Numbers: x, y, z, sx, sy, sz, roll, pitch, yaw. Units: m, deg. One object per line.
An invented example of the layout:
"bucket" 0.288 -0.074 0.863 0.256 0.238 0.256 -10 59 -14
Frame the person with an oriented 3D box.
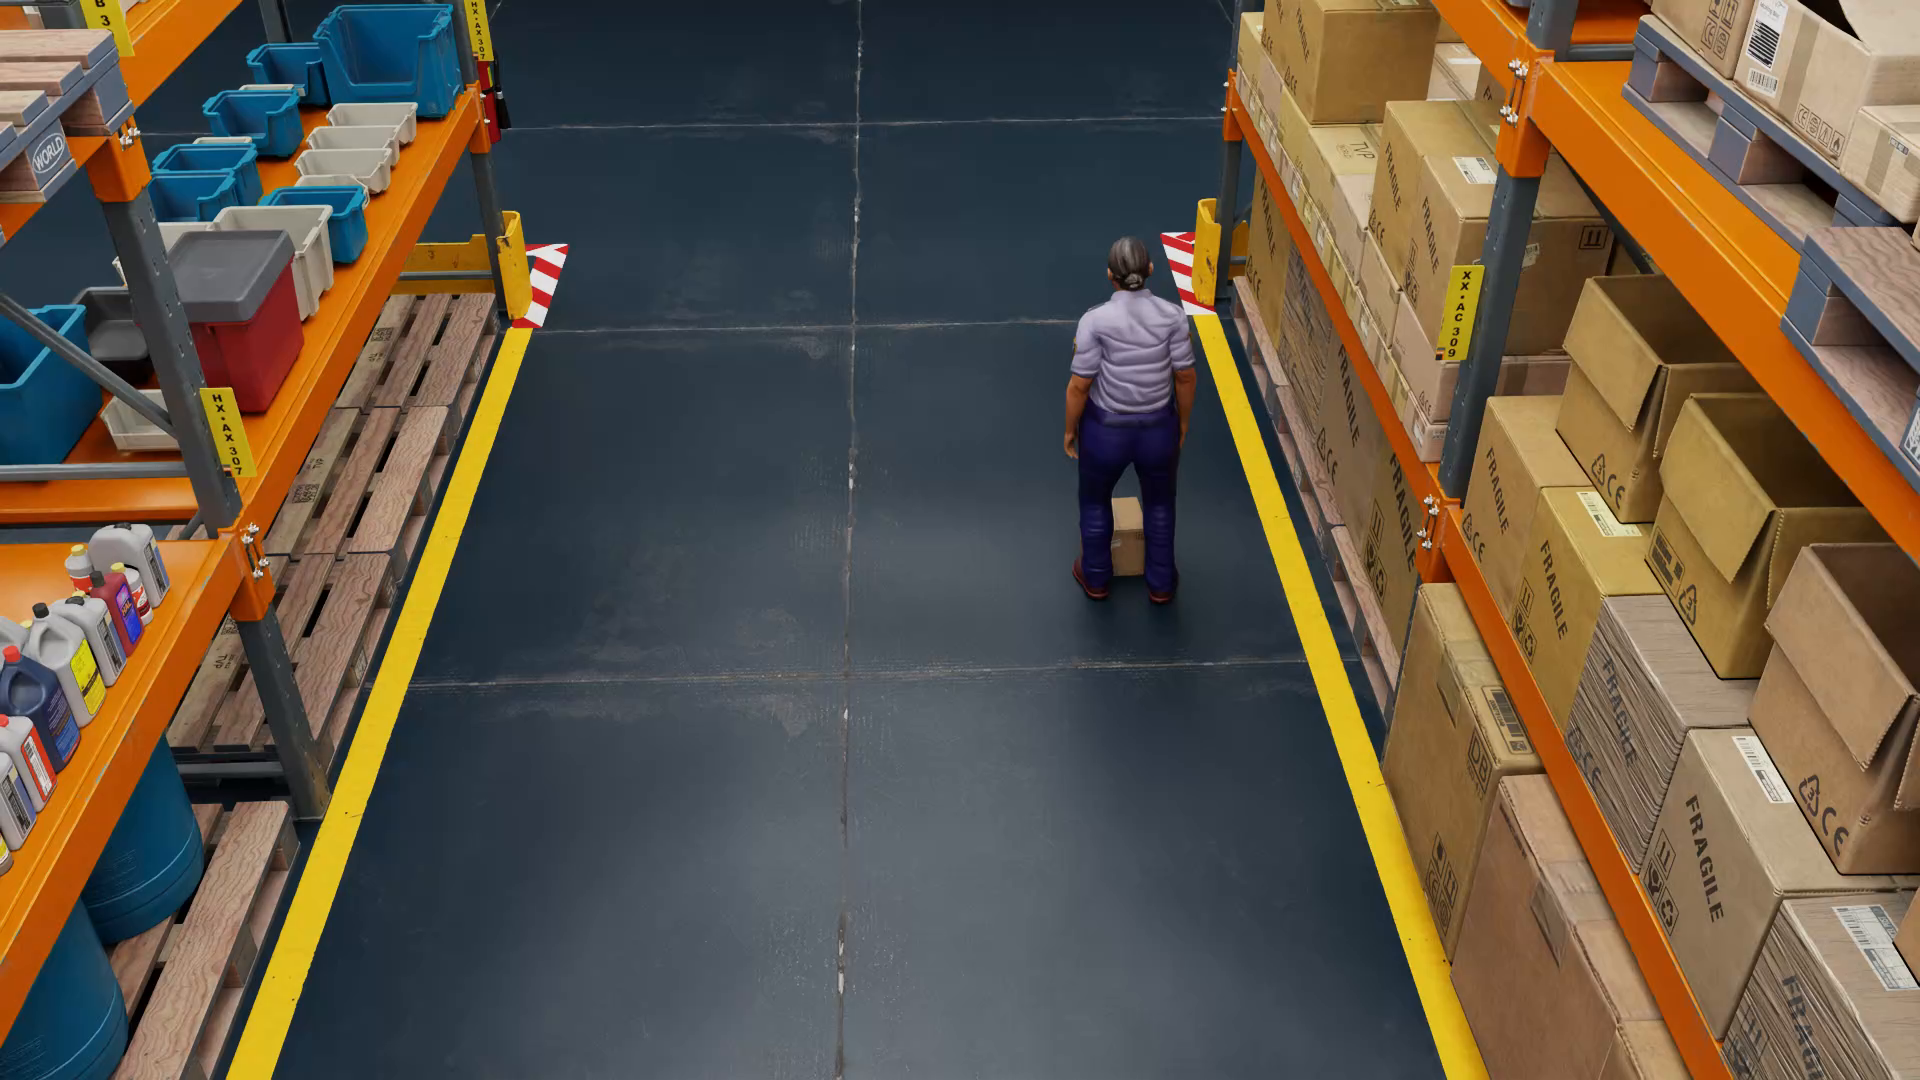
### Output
"person" 0.691 -0.461 6.800 0.563 1.651 0.426 -4 36 -5
